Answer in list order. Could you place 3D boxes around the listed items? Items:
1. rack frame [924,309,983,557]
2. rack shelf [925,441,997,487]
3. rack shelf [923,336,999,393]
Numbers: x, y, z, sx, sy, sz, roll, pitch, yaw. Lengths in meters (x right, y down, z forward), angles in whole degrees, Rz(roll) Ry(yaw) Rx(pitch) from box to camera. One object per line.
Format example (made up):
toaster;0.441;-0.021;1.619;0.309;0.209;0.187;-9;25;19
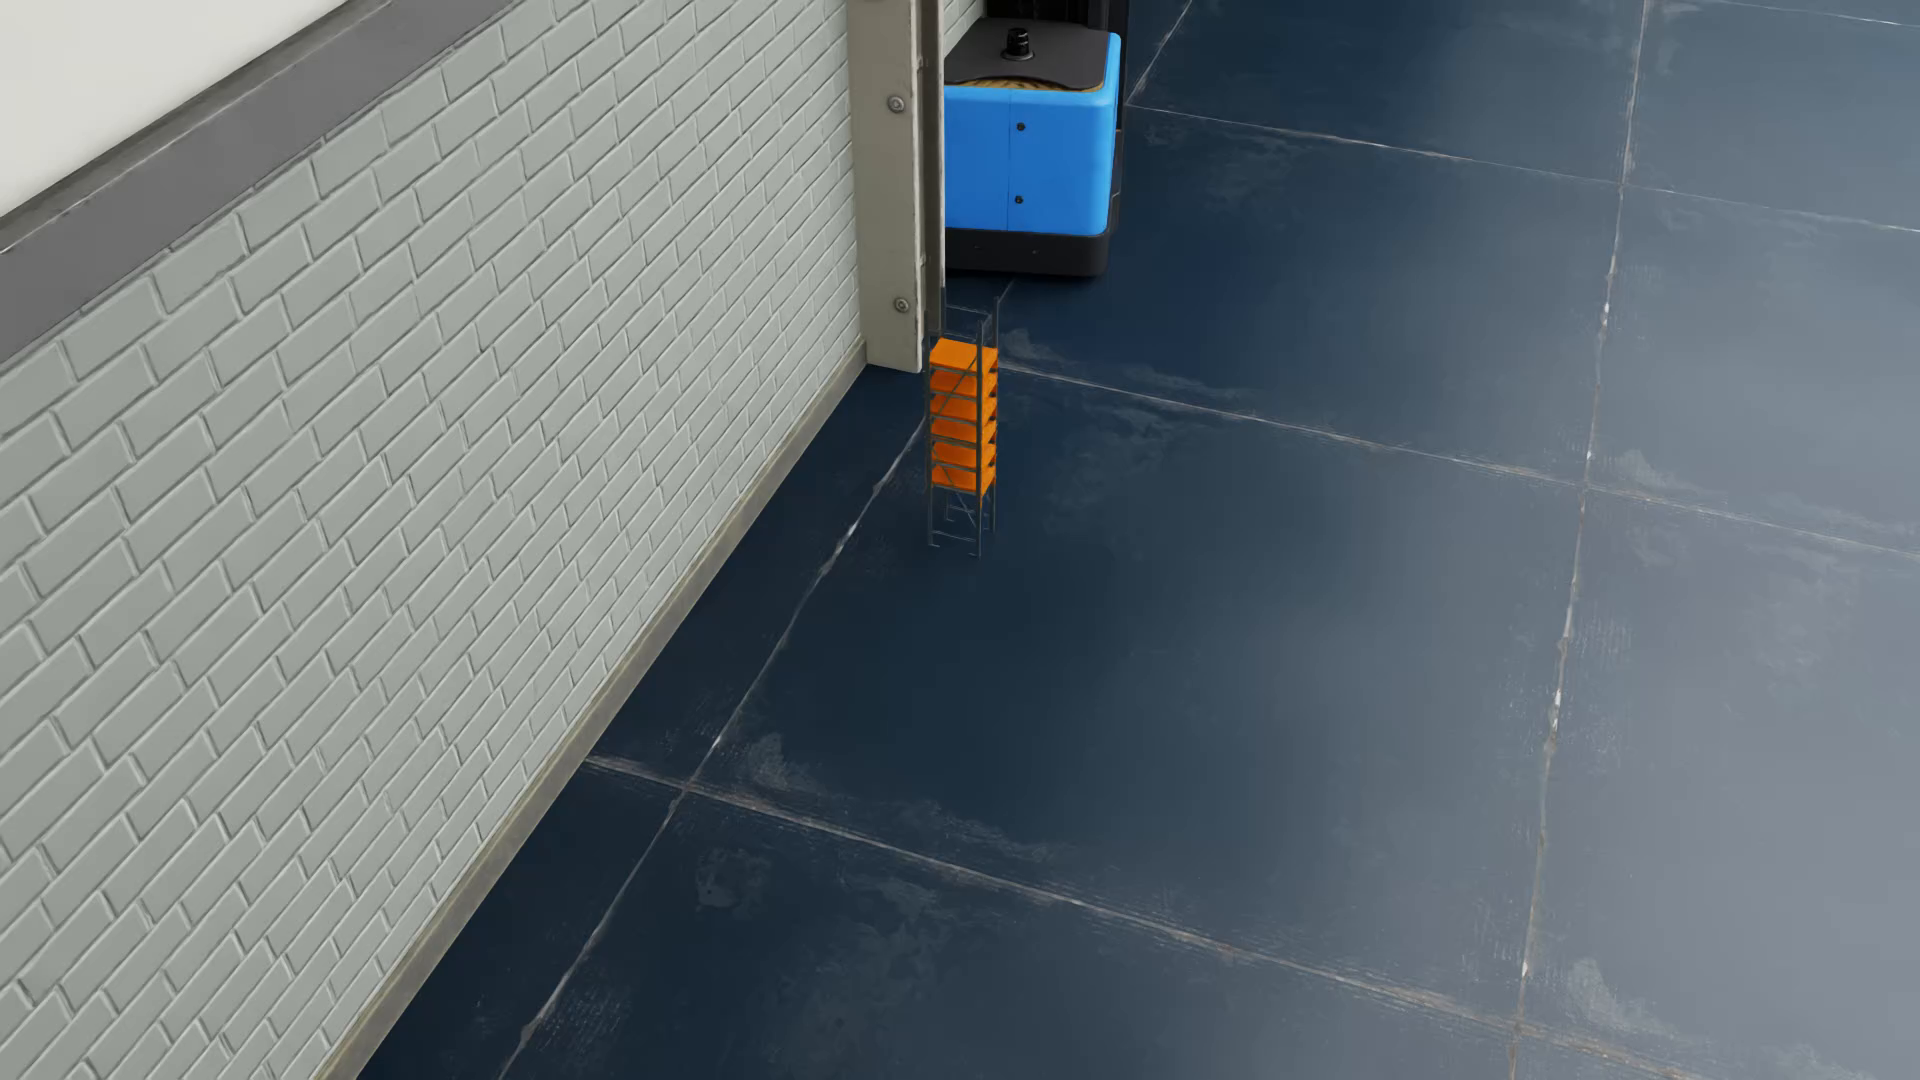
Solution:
rack frame;-0.026;-0.409;6.806;0.240;1.200;0.006;13;42;15
rack shelf;0.005;-0.340;6.978;0.258;0.103;0.180;13;42;15
rack shelf;0.005;-0.705;6.666;0.258;0.103;0.180;13;42;15
